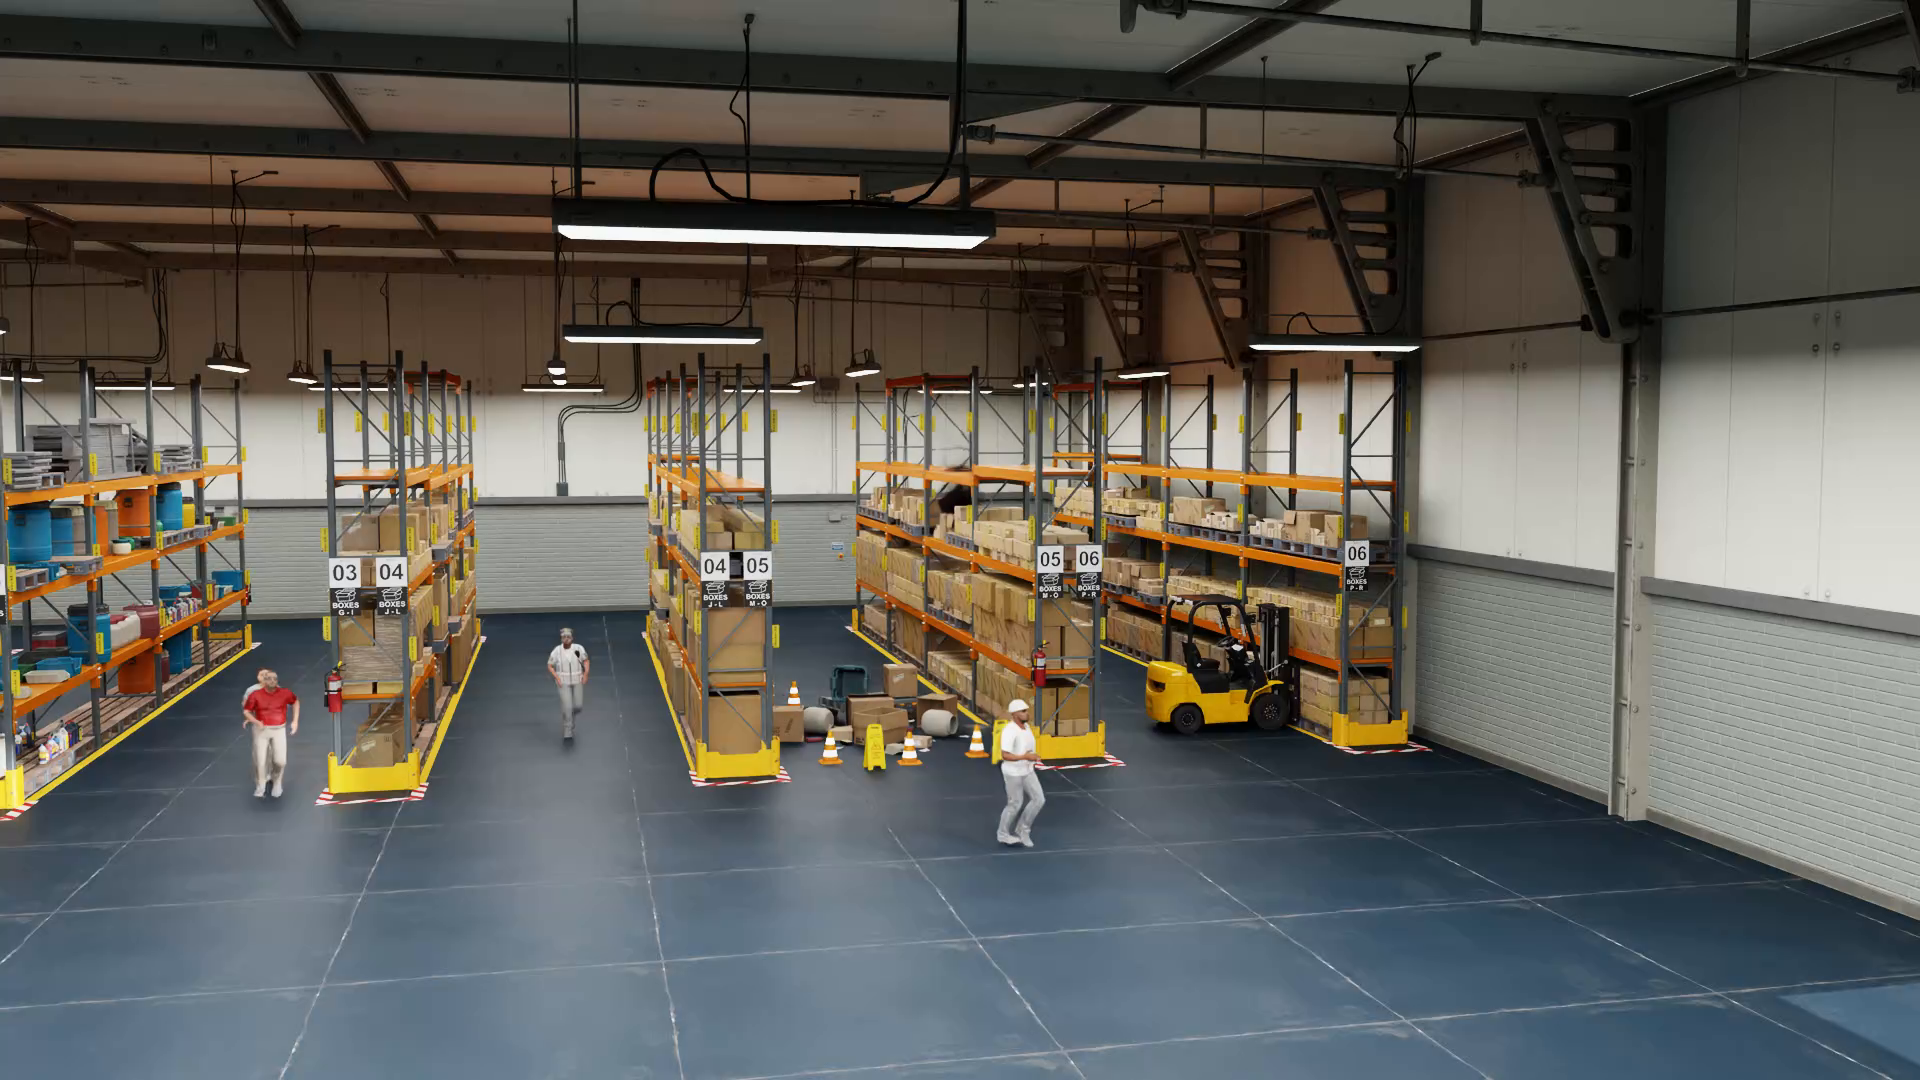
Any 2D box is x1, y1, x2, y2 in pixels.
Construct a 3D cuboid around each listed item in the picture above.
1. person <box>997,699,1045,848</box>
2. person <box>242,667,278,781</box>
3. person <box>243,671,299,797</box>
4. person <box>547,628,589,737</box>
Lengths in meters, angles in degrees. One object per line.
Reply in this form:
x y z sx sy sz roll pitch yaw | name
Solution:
0.739 2.767 19.662 0.670 1.781 0.691 3 5 35 | person
-9.727 2.577 23.242 0.550 1.620 0.584 -2 4 -25 | person
-9.215 2.619 22.295 0.711 1.741 0.603 -2 4 -27 | person
-6.277 2.279 26.724 0.666 1.752 0.550 -1 4 -21 | person
